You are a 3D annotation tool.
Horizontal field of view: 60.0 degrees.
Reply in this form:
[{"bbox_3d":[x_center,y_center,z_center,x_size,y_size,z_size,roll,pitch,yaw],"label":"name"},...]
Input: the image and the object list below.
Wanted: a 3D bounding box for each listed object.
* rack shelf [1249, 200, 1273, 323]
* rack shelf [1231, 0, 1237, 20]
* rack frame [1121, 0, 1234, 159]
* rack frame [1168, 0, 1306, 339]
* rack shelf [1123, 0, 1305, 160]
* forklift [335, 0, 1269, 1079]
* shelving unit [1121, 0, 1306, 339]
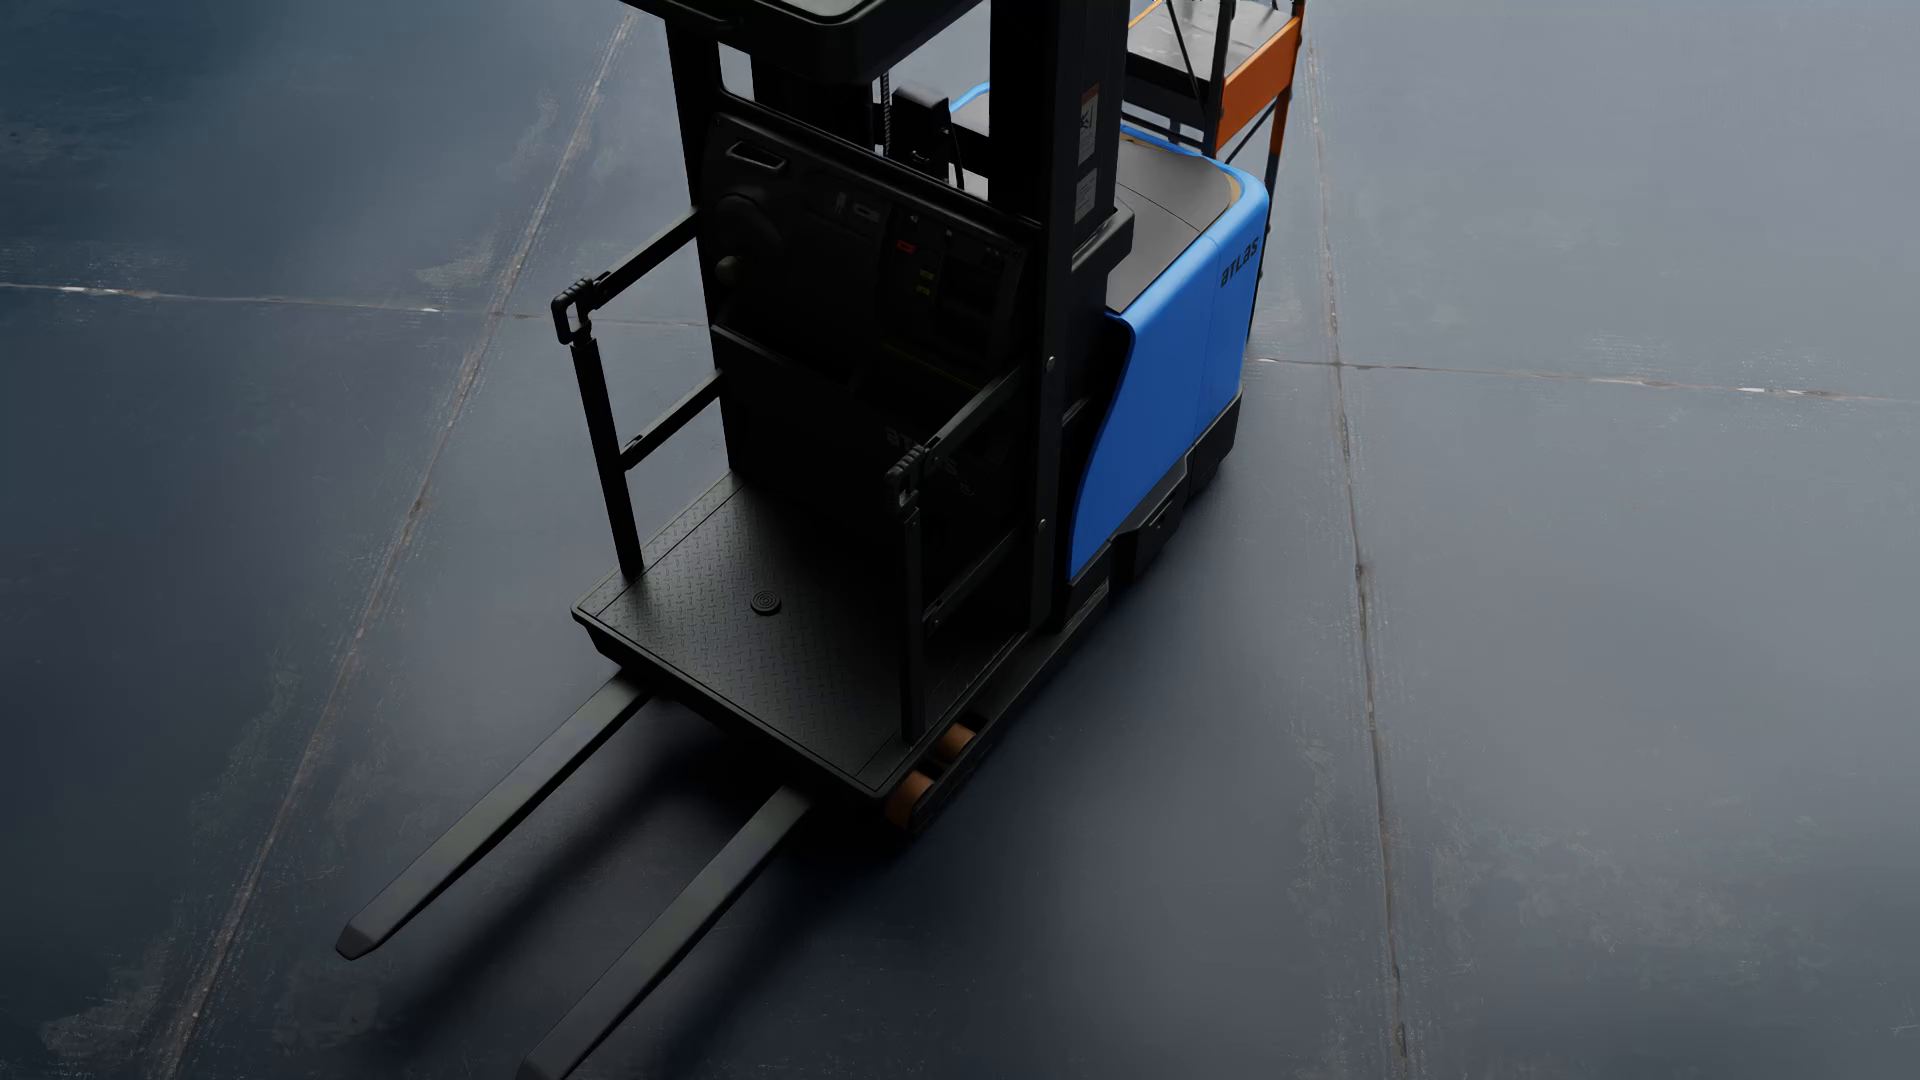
[{"bbox_3d":[0.721,-0.886,5.604,0.431,0.518,0.480,28,53,23],"label":"rack shelf"},{"bbox_3d":[0.721,-1.830,4.571,0.431,0.518,0.480,28,53,23],"label":"rack shelf"},{"bbox_3d":[0.578,-1.221,4.944,0.400,2.100,0.015,28,53,23],"label":"rack frame"},{"bbox_3d":[0.864,-1.513,5.211,0.400,2.100,0.015,28,53,23],"label":"rack frame"},{"bbox_3d":[0.721,-1.358,5.087,0.431,0.518,0.480,28,53,23],"label":"rack shelf"},{"bbox_3d":[-0.368,-0.611,3.823,1.130,2.935,3.031,28,53,23],"label":"forklift"},{"bbox_3d":[0.721,-1.367,5.077,0.431,2.100,0.503,28,53,23],"label":"shelving unit"}]
